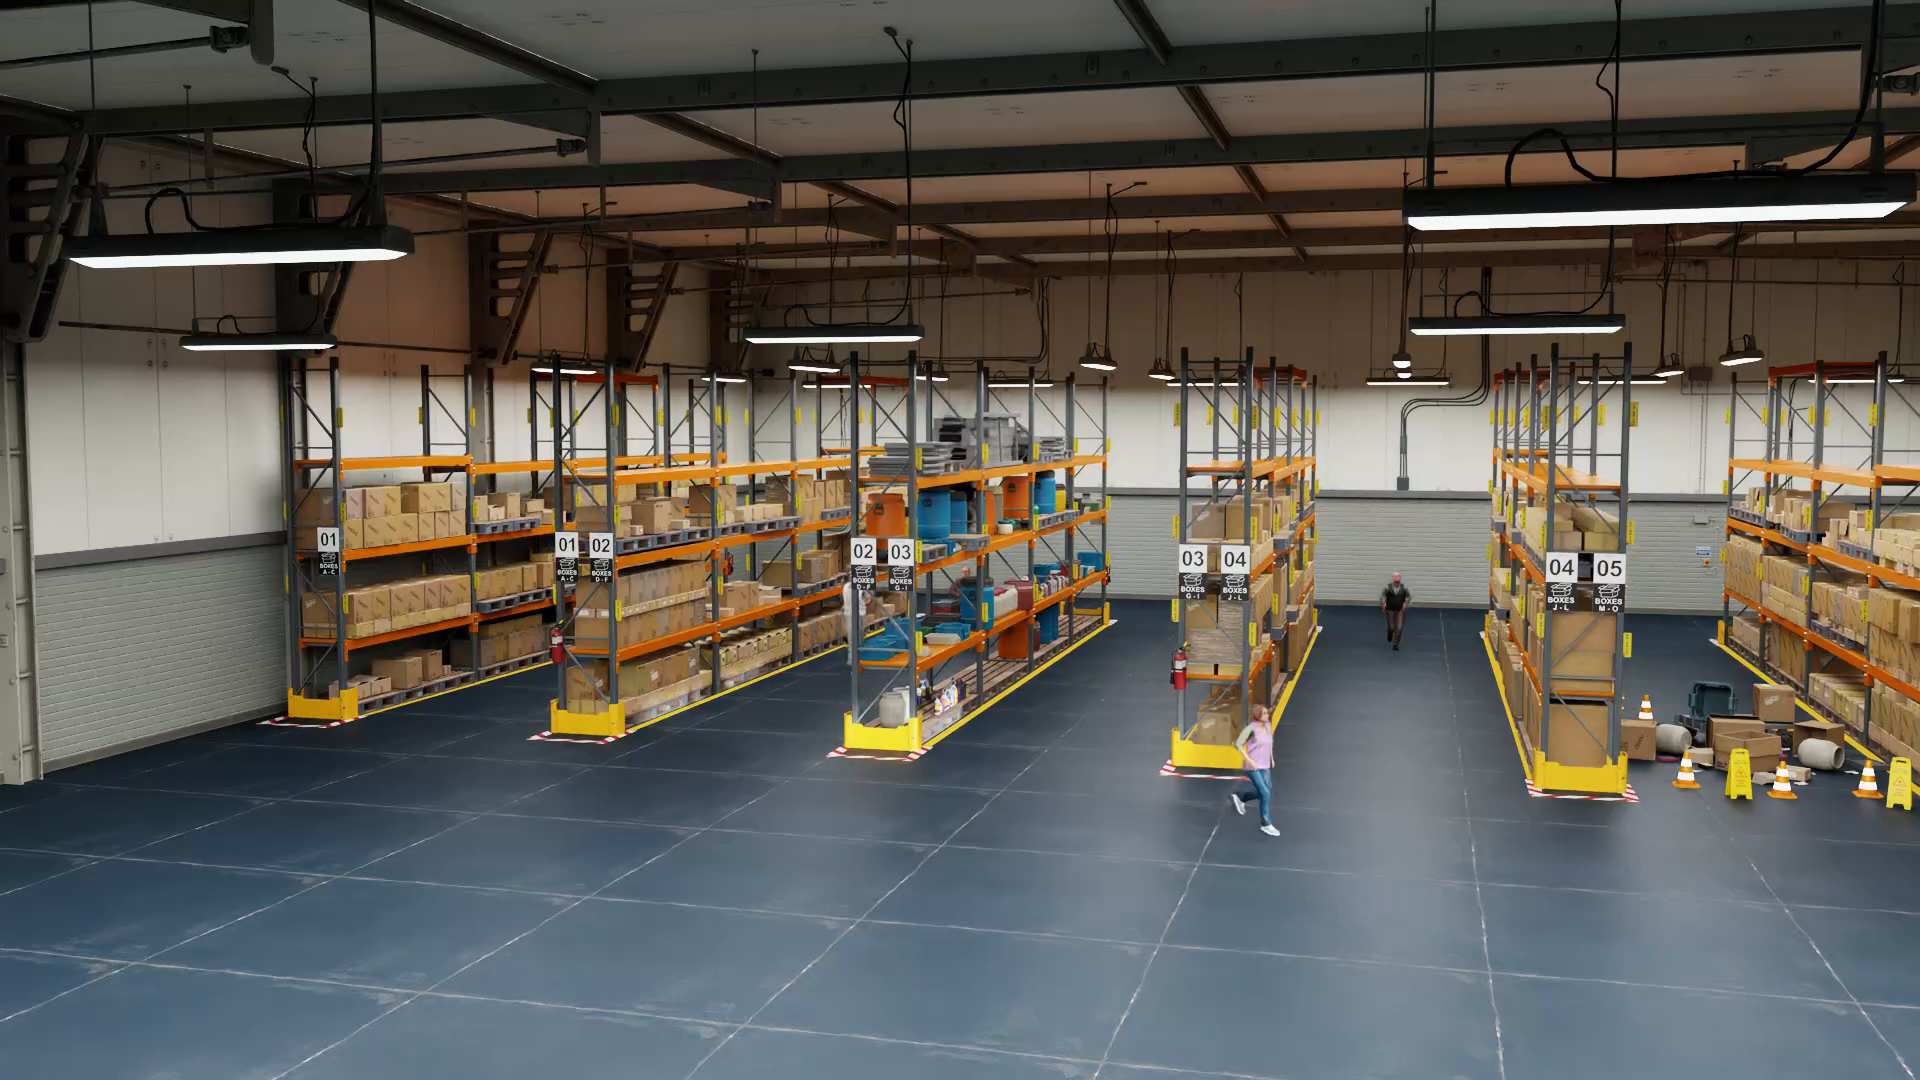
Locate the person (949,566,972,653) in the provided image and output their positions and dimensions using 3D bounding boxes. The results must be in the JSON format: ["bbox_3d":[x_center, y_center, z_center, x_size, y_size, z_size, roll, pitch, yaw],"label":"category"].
[{"bbox_3d":[0.135,1.487,35.788,0.725,1.856,0.858,1,4,13],"label":"person"}]

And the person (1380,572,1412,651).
[{"bbox_3d":[9.430,1.535,35.985,0.667,1.682,0.581,1,4,11],"label":"person"}]

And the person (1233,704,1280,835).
[{"bbox_3d":[3.557,2.756,20.144,0.559,1.576,0.695,-3,5,-38],"label":"person"}]

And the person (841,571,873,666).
[{"bbox_3d":[-2.008,1.477,31.994,0.669,1.809,0.843,1,4,11],"label":"person"}]
